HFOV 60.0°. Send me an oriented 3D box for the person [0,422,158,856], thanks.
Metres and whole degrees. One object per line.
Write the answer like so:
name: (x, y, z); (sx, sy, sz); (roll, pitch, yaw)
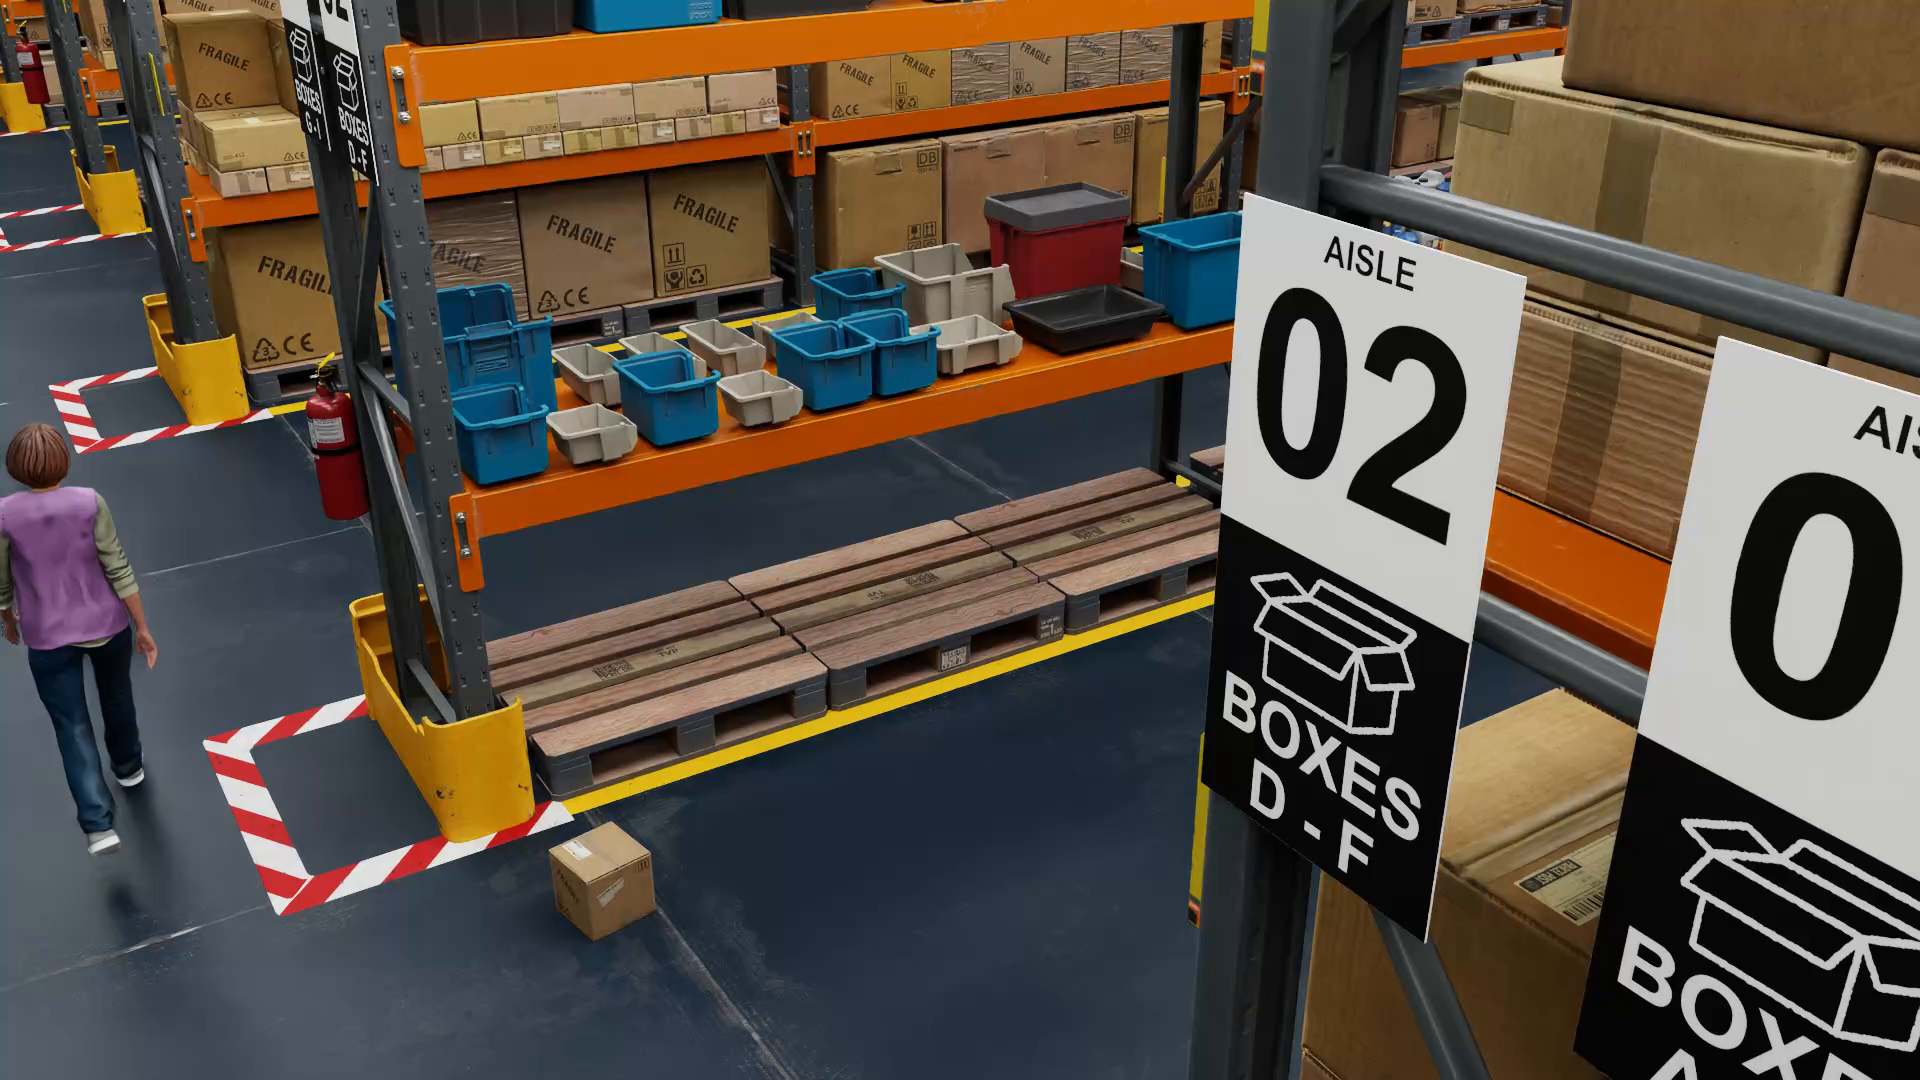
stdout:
person: (-3.138, 0.335, 5.911); (0.473, 1.549, 0.930); (-14, 29, -27)
